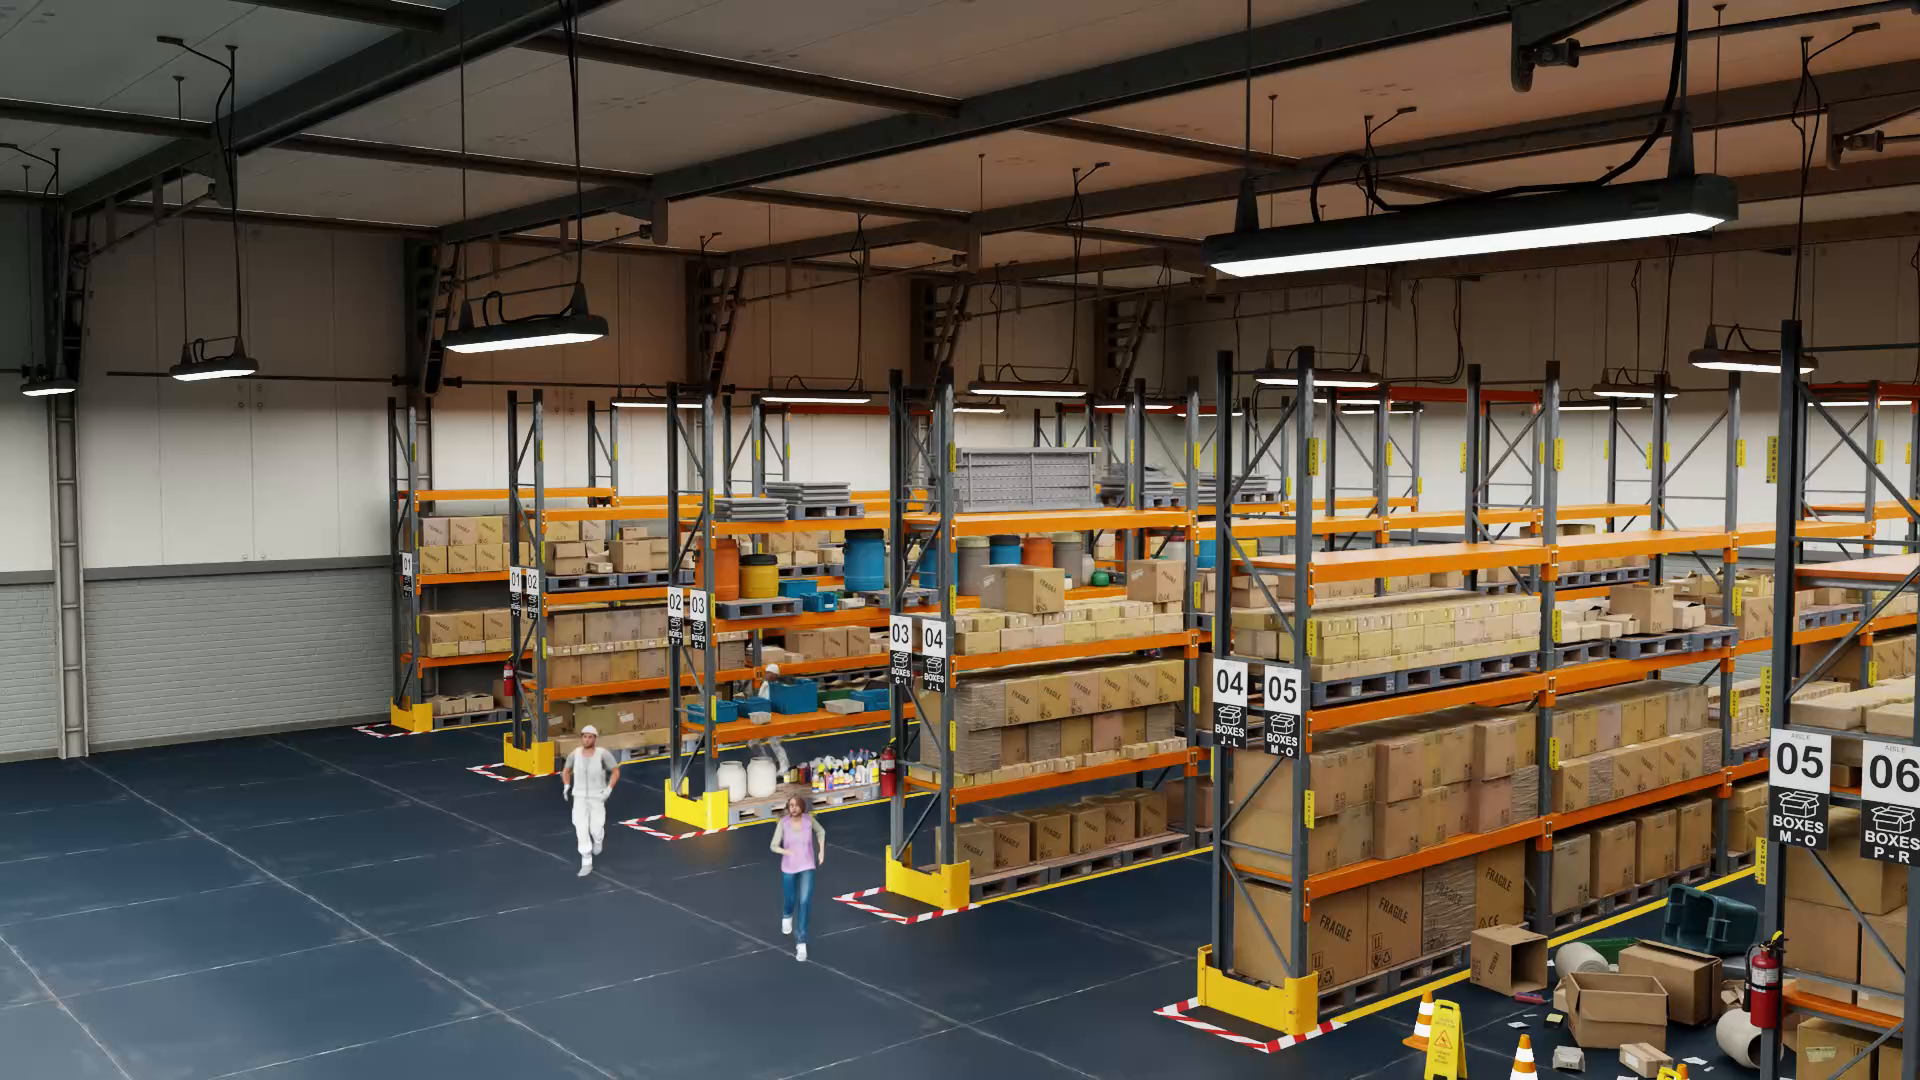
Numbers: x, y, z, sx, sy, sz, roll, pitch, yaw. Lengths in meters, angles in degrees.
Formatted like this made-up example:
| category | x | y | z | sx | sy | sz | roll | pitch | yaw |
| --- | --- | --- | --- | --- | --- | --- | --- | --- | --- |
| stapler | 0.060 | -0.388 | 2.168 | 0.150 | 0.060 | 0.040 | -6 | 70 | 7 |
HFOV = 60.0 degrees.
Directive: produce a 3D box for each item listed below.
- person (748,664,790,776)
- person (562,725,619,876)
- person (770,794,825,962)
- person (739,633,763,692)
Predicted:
| category | x | y | z | sx | sy | sz | roll | pitch | yaw |
| --- | --- | --- | --- | --- | --- | --- | --- | --- | --- |
| person | -2.937 | 2.786 | 25.480 | 0.704 | 1.786 | 0.655 | -3 | 5 | -44 |
| person | -4.484 | 3.117 | 20.187 | 0.692 | 1.767 | 0.785 | 0 | 3 | -4 |
| person | -1.651 | 3.383 | 16.965 | 0.551 | 1.596 | 0.881 | 0 | 3 | -4 |
| person | -3.905 | 2.501 | 31.111 | 0.495 | 1.553 | 0.503 | -3 | 5 | -44 |
